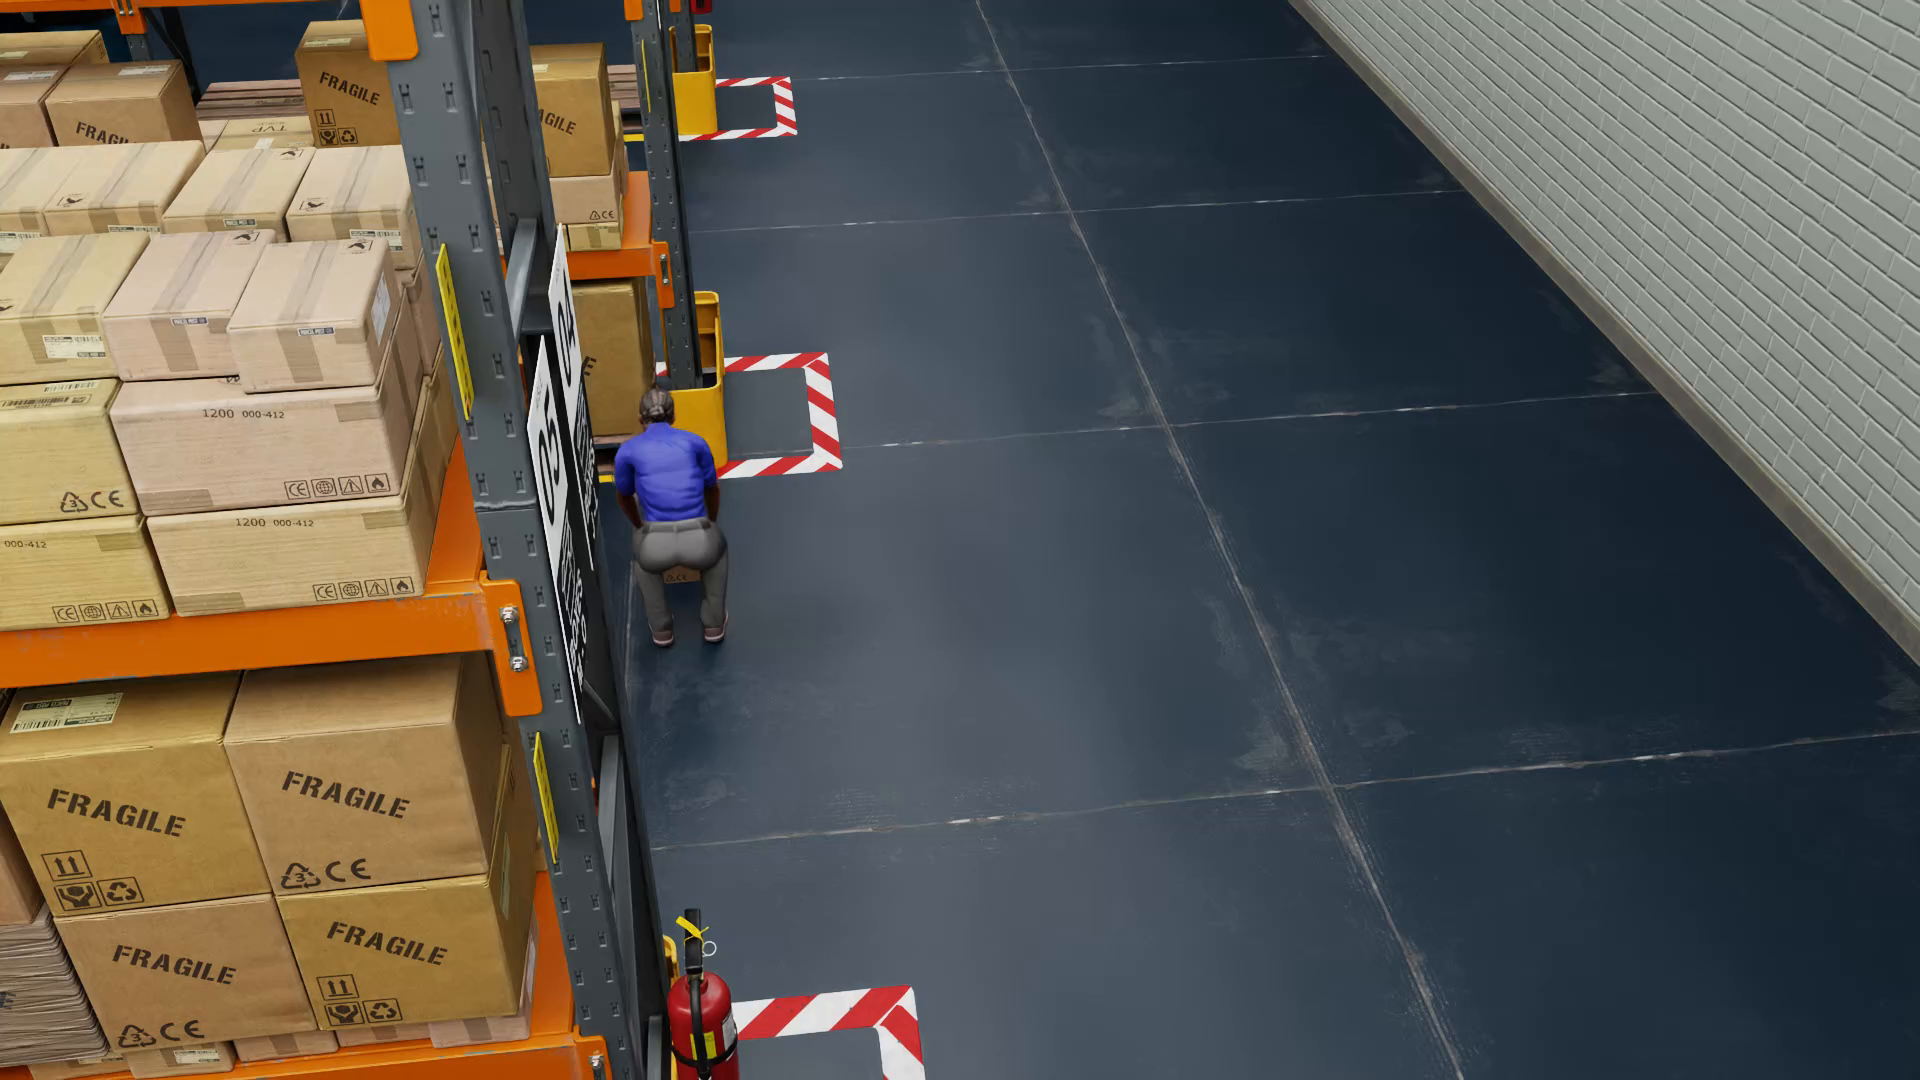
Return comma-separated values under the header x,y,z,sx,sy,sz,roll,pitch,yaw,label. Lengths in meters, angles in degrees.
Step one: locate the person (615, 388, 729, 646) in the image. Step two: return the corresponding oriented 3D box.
x,y,z,sx,sy,sz,roll,pitch,yaw,label
-1.345,-0.072,7.739,0.498,1.106,0.749,-4,35,-6,person
